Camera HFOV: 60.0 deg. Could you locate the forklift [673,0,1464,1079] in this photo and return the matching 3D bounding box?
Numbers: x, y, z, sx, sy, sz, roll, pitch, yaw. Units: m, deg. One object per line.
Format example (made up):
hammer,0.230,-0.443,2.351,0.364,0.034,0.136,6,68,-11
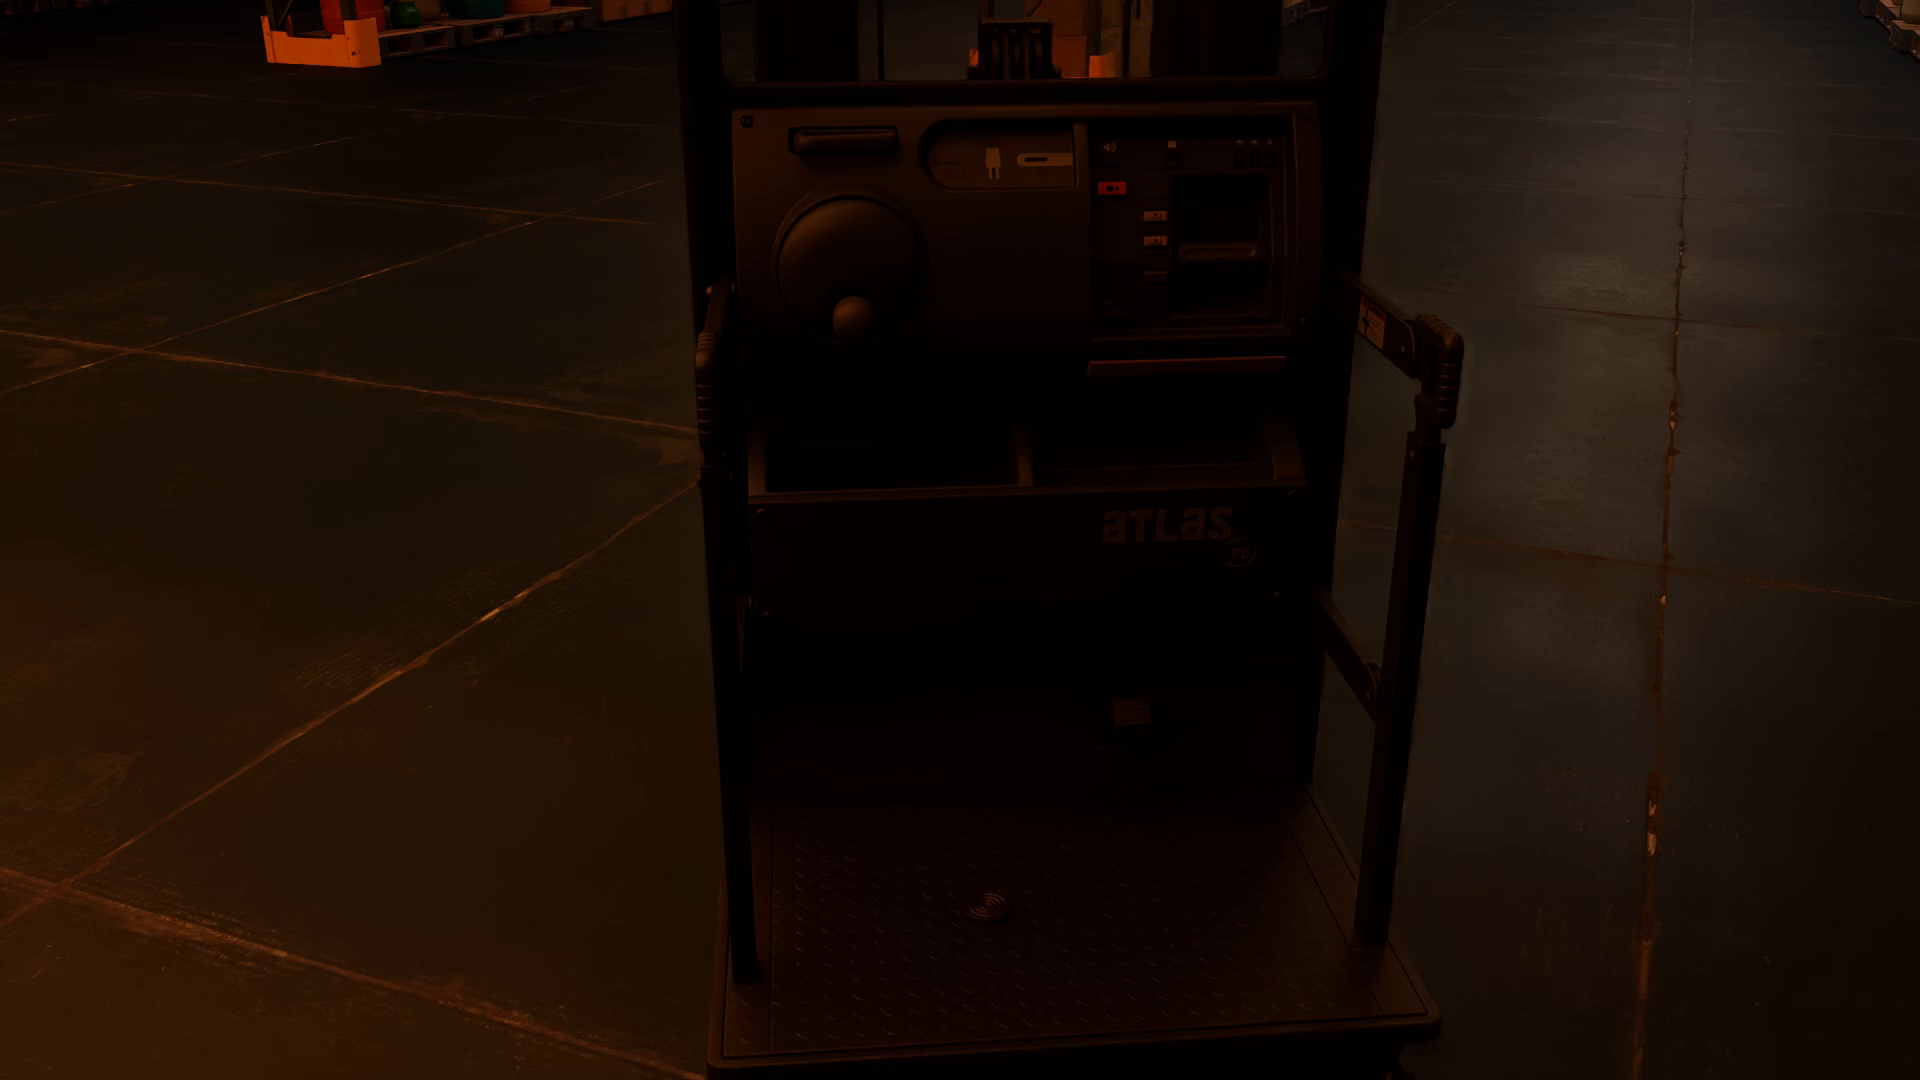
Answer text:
forklift,0.135,-0.473,2.423,1.130,2.935,3.031,-2,23,-5
